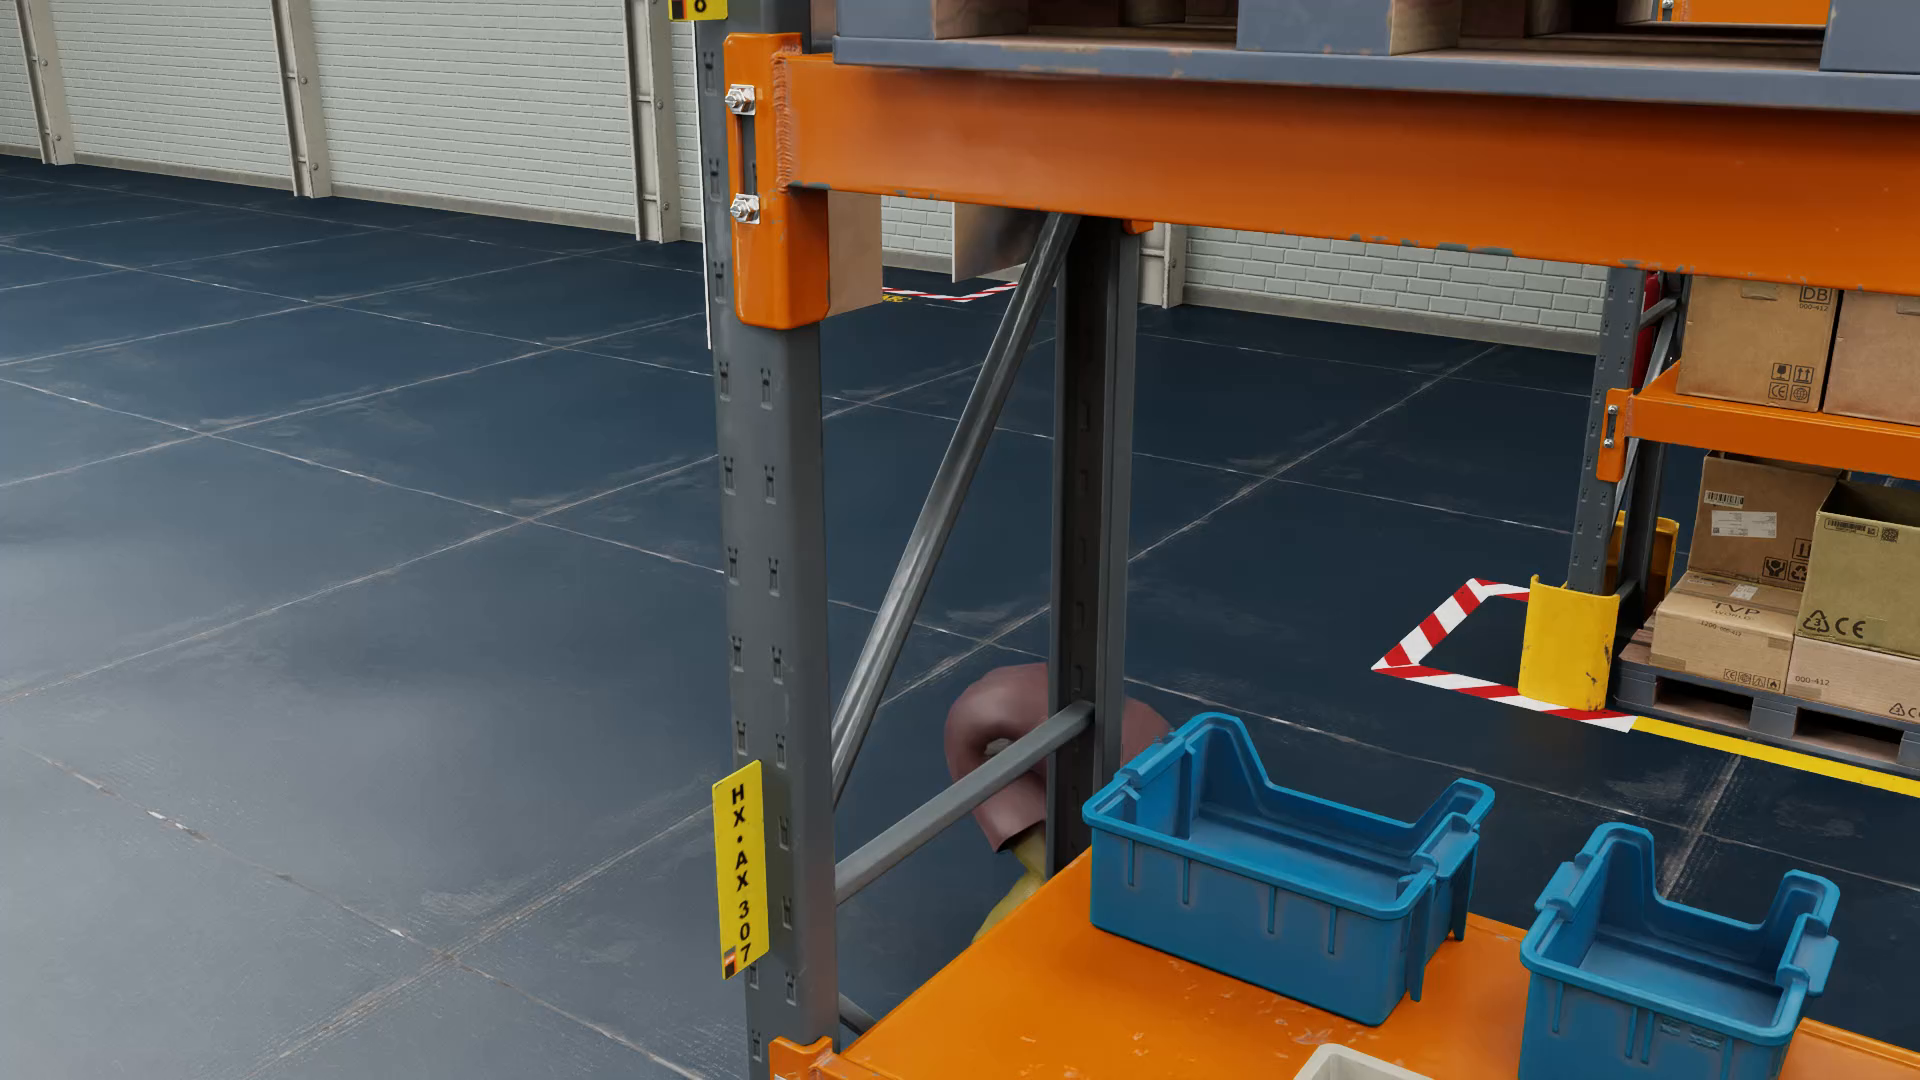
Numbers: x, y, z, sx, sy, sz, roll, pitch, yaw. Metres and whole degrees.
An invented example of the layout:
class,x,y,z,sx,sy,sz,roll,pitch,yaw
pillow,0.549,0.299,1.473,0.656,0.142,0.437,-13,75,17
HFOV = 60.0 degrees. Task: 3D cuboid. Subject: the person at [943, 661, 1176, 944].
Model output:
class,x,y,z,sx,sy,sz,roll,pitch,yaw
person,0.391,0.868,4.829,0.942,0.981,0.585,12,23,30
